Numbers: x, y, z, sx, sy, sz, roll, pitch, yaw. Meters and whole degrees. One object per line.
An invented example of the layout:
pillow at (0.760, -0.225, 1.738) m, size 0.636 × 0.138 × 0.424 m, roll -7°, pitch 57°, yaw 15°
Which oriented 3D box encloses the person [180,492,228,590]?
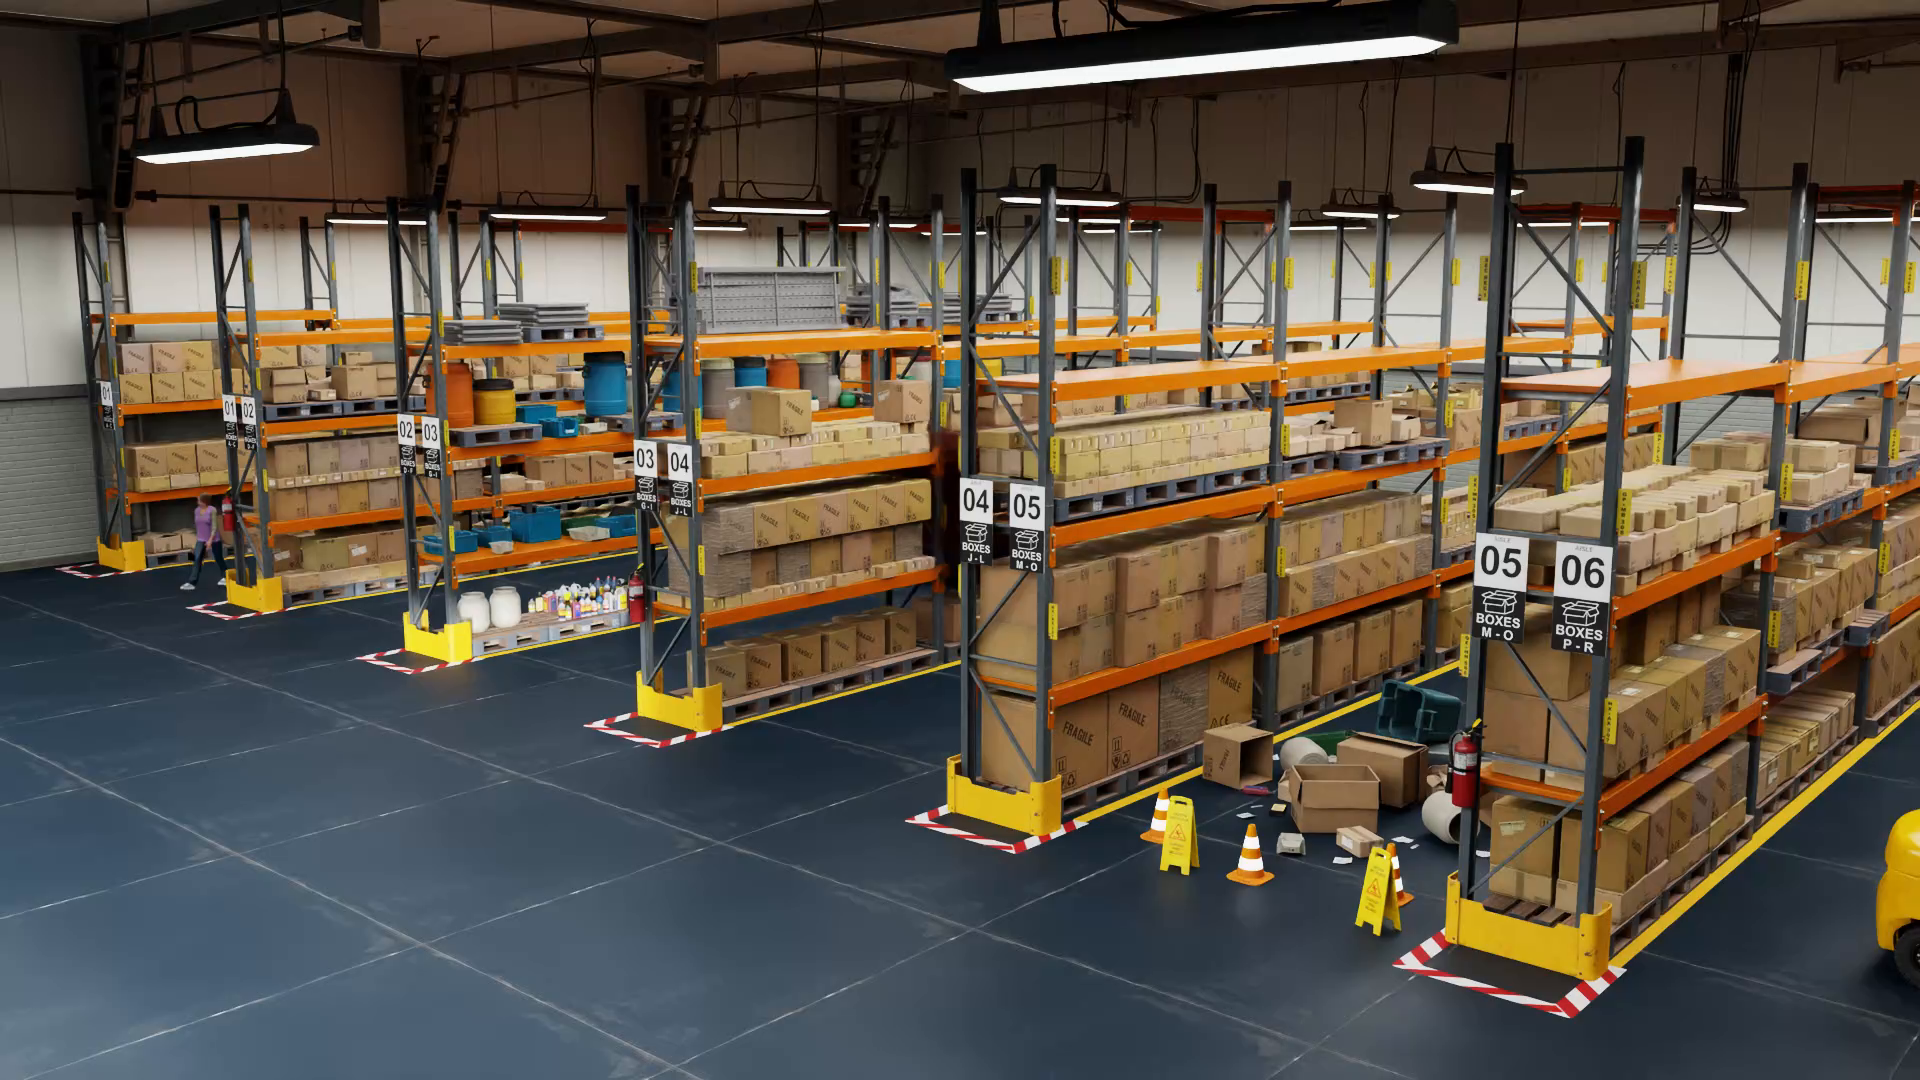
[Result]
person at (-11.989, 0.010, 26.408) m, size 0.441 × 1.540 × 0.979 m, roll 1°, pitch 10°, yaw 4°
